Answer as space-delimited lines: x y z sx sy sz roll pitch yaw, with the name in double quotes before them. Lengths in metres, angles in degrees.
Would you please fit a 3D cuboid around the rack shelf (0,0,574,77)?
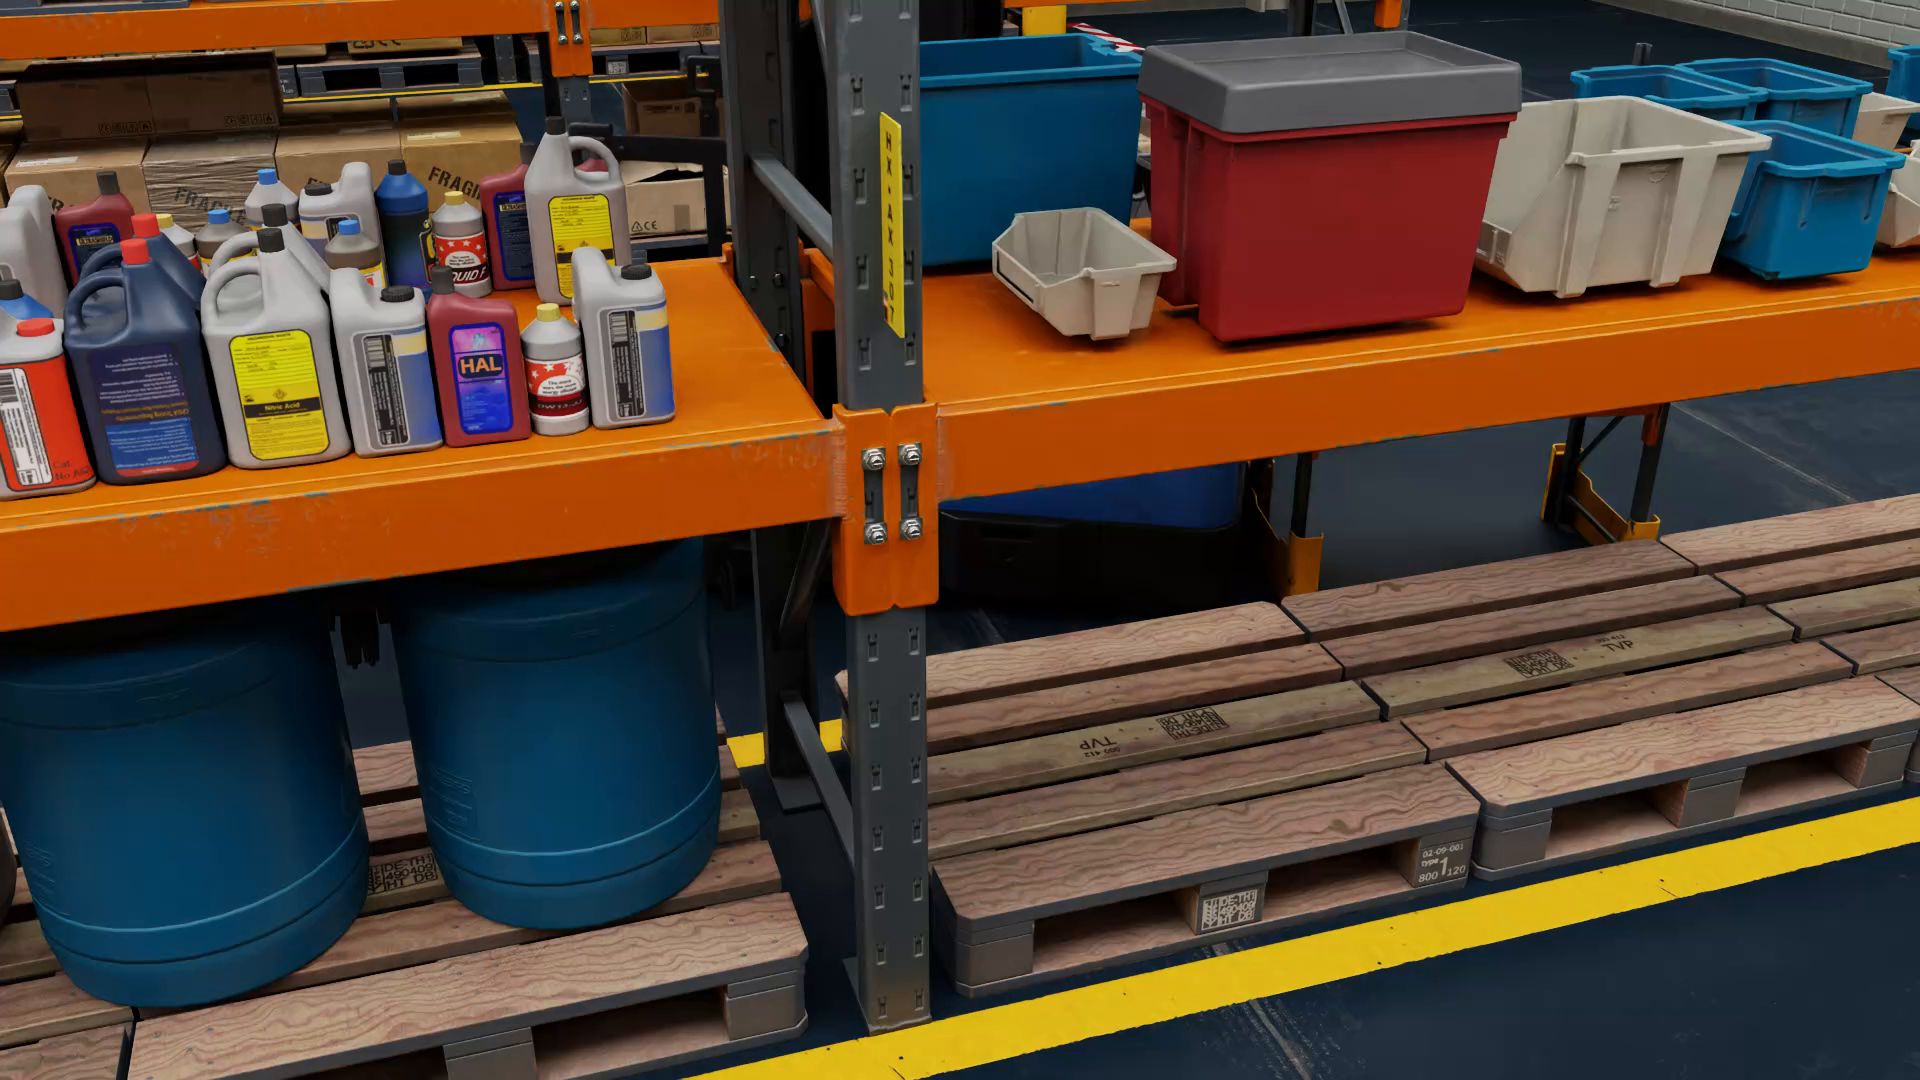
"rack shelf" -3.703 -2.081 6.878 4.000 0.370 1.077 -8 28 -16

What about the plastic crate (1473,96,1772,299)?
"plastic crate" 1.238 -0.690 3.333 0.530 0.282 0.437 -8 28 -16

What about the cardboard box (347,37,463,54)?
"cardboard box" -3.917 -3.853 11.584 0.750 0.750 0.750 -8 27 -15

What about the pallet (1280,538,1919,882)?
"pallet" 1.578 0.378 4.252 1.213 0.211 1.003 -8 28 -16

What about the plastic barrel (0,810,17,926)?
"plastic barrel" -2.032 0.547 3.099 0.421 0.512 0.421 0 26 0

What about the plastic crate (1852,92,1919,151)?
"plastic crate" 2.220 -1.046 4.213 0.298 0.136 0.250 -8 28 -16

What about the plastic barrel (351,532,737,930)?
"plastic barrel" -0.794 0.236 3.290 0.708 0.901 0.600 -8 28 -16

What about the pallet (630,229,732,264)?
"pallet" -1.148 -1.524 8.082 1.213 0.211 1.003 -8 28 -16

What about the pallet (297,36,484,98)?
"pallet" -4.050 -3.386 11.832 1.213 0.211 1.003 -8 28 -16

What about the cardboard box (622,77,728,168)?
"cardboard box" -1.348 -1.955 8.130 0.500 0.500 0.500 -8 28 -16

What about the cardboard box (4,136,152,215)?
"cardboard box" -3.615 -1.363 6.938 0.500 0.500 0.500 -9 28 -18

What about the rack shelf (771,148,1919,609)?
"rack shelf" 1.630 -0.537 3.768 4.000 0.370 1.077 -8 28 -16

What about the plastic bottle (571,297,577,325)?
"plastic bottle" -0.602 -0.354 2.814 0.097 0.201 0.097 0 26 0

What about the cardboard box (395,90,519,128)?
"cardboard box" -2.337 -1.793 7.804 0.500 0.500 0.500 -10 28 -18

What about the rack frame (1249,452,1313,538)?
"rack frame" 0.943 -0.581 4.733 0.032 1.500 0.500 -3 27 -5

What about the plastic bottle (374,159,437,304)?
"plastic bottle" -1.076 -0.601 3.232 0.097 0.271 0.097 0 26 0

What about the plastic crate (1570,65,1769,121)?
"plastic crate" 1.658 -0.969 3.950 0.300 0.233 0.416 -8 28 -16

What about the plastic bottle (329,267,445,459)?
"plastic bottle" -0.893 -0.287 2.595 0.135 0.276 0.152 -8 28 -16

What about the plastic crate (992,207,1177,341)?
"plastic crate" 0.215 -0.496 3.106 0.243 0.136 0.396 -8 28 -16

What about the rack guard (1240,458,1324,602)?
"rack guard" 0.963 -0.022 5.012 0.087 0.250 0.587 -3 27 -5

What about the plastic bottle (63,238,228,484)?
"plastic bottle" -1.220 -0.271 2.479 0.185 0.351 0.144 -8 28 -16

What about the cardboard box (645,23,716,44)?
"cardboard box" -2.118 -3.969 12.209 0.500 0.500 0.700 -9 28 -17

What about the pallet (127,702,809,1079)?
"pallet" -1.018 0.754 3.494 1.213 0.211 1.003 -8 28 -16

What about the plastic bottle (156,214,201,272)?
"plastic bottle" -1.481 -0.511 3.129 0.097 0.201 0.097 0 26 0

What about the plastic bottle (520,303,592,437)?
"plastic bottle" -0.648 -0.276 2.657 0.097 0.201 0.097 0 26 0

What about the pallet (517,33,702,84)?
"pallet" -2.592 -3.595 12.255 1.213 0.211 1.003 -8 28 -16

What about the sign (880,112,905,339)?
"sign" -0.103 -0.475 2.522 0.005 0.325 0.100 -8 28 -16

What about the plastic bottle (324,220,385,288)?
"plastic bottle" -1.121 -0.492 3.091 0.097 0.201 0.097 0 26 0

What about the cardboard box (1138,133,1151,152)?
"cardboard box" 0.648 -1.898 8.297 0.500 0.250 0.500 -8 28 -16

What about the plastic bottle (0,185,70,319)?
"plastic bottle" -1.710 -0.498 3.020 0.135 0.276 0.152 -8 28 -16

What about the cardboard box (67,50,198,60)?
"cardboard box" -5.568 -3.611 11.095 0.750 0.750 0.750 -8 28 -16

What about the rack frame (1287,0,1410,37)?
"rack frame" 2.002 -3.230 8.382 0.127 3.000 1.000 -8 28 -16

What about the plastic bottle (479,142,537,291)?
"plastic bottle" -0.879 -0.643 3.303 0.133 0.283 0.061 -8 28 -16

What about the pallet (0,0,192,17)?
"pallet" -3.757 -2.312 6.749 1.213 0.211 1.003 -8 28 -16

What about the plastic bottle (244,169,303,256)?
"plastic bottle" -1.296 -0.569 3.167 0.097 0.271 0.097 0 26 0

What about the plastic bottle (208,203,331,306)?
"plastic bottle" -1.089 -0.358 2.653 0.185 0.351 0.144 -8 28 -16

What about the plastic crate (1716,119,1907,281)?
"plastic crate" 1.659 -0.695 3.398 0.300 0.233 0.416 -8 28 -16

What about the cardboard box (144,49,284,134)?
"cardboard box" -3.288 -1.991 7.360 0.500 0.250 0.500 -8 28 -16

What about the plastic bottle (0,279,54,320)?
"plastic bottle" -1.429 -0.266 2.557 0.097 0.271 0.097 0 26 0

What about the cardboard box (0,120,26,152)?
"cardboard box" -4.296 -1.505 7.224 0.500 0.500 0.500 -9 28 -18

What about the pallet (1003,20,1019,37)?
"pallet" -0.272 -3.931 12.932 1.213 0.211 1.003 -8 28 -16

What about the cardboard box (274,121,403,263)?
"cardboard box" -2.655 -1.503 7.220 0.500 0.500 0.500 -8 28 -16

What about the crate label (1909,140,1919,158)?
"crate label" 2.275 -0.772 3.661 0.243 0.136 0.396 -8 28 -16

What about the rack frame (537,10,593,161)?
"rack frame" -1.802 -2.679 7.273 0.127 3.000 1.000 -8 28 -16

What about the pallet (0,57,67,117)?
"pallet" -6.370 -3.050 11.155 1.213 0.211 1.003 -8 28 -16

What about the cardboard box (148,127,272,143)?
"cardboard box" -3.318 -1.649 7.514 0.500 0.500 0.500 -8 27 -15

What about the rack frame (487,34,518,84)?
"rack frame" -3.339 -4.773 11.490 0.127 3.000 1.000 -8 28 -16

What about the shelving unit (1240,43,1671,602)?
"shelving unit" 1.458 -0.604 4.779 1.083 1.500 0.587 -3 27 -5

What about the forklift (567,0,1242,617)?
"forklift" -0.635 -1.397 4.768 3.031 2.935 1.130 4 27 9
